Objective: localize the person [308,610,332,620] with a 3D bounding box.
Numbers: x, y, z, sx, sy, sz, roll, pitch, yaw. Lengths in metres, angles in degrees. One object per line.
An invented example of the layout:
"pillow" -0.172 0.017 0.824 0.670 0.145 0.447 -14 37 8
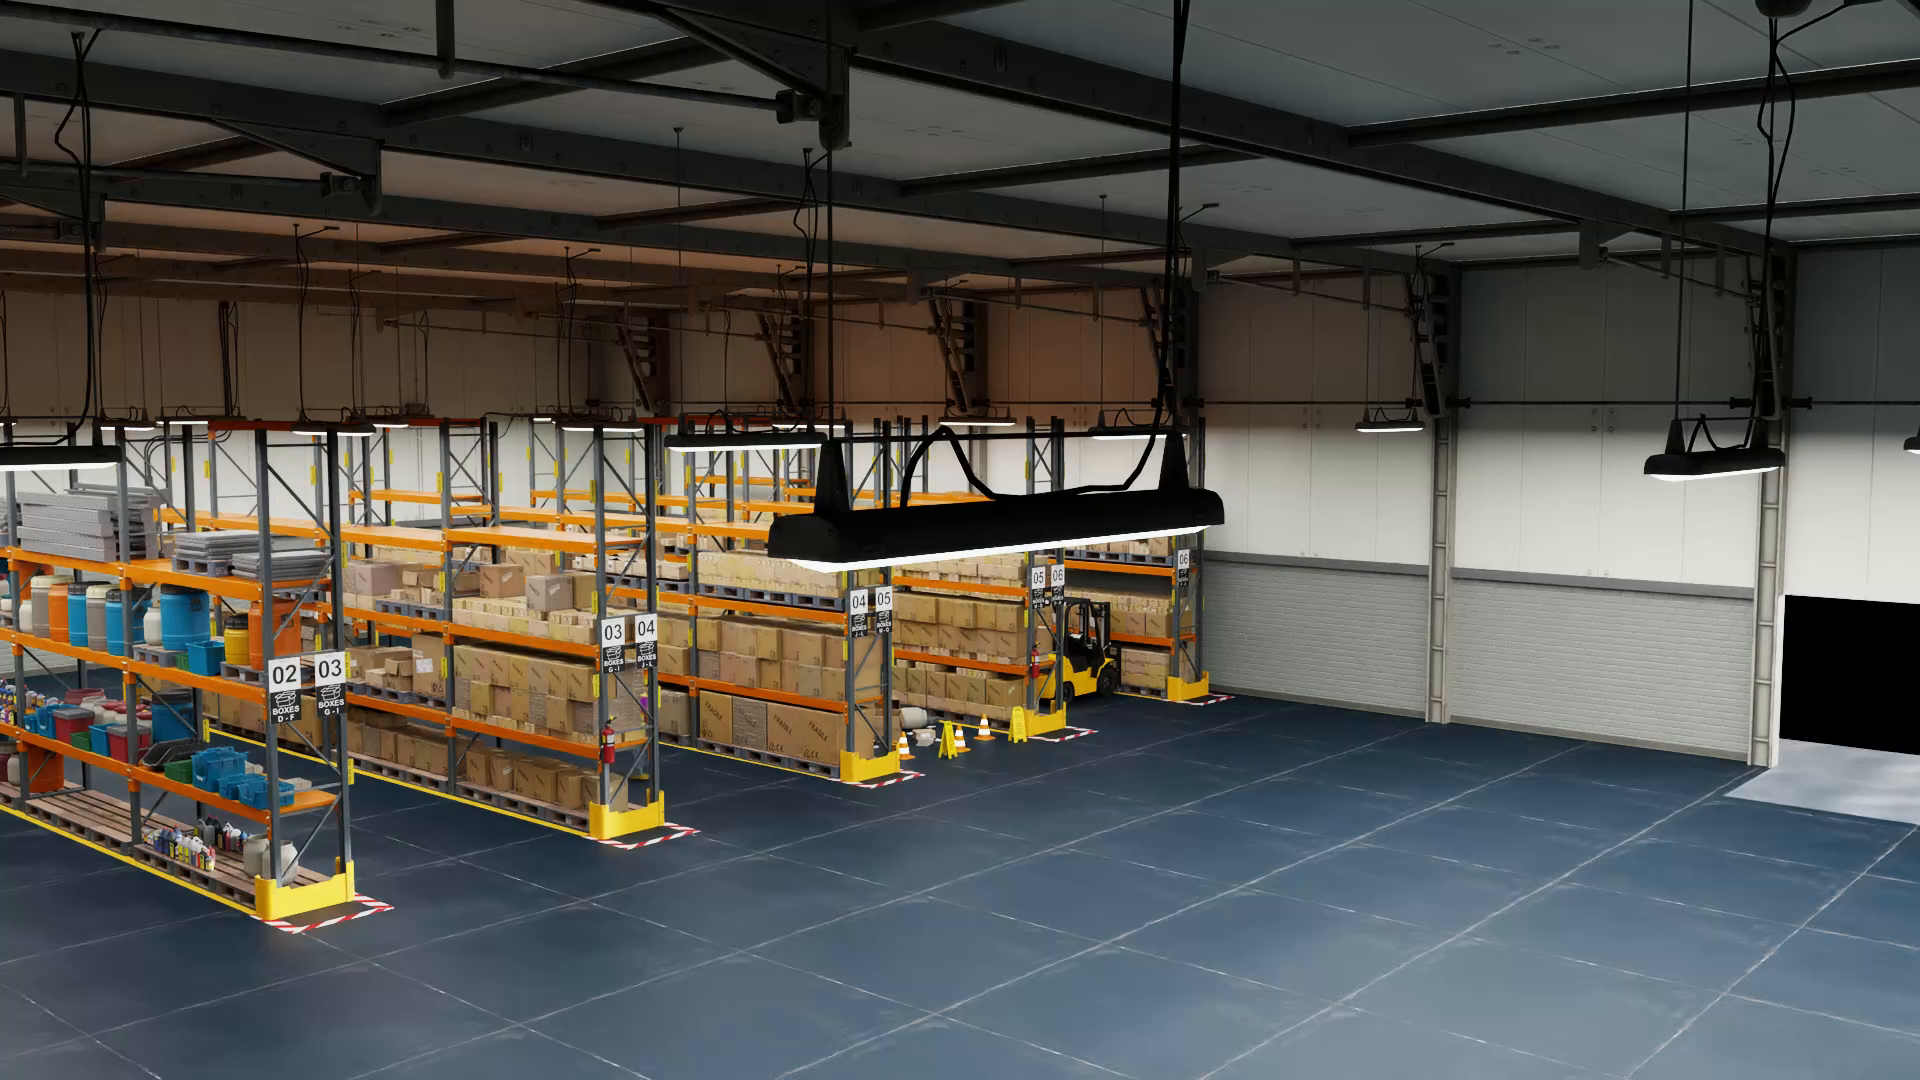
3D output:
"person" -15.383 2.120 40.009 0.576 1.789 0.414 -4 6 -42

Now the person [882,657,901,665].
"person" -1.635 2.044 38.578 0.589 1.717 0.460 1 5 7

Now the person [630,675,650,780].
"person" -5.331 3.131 27.850 0.397 1.765 0.626 -2 5 -23
